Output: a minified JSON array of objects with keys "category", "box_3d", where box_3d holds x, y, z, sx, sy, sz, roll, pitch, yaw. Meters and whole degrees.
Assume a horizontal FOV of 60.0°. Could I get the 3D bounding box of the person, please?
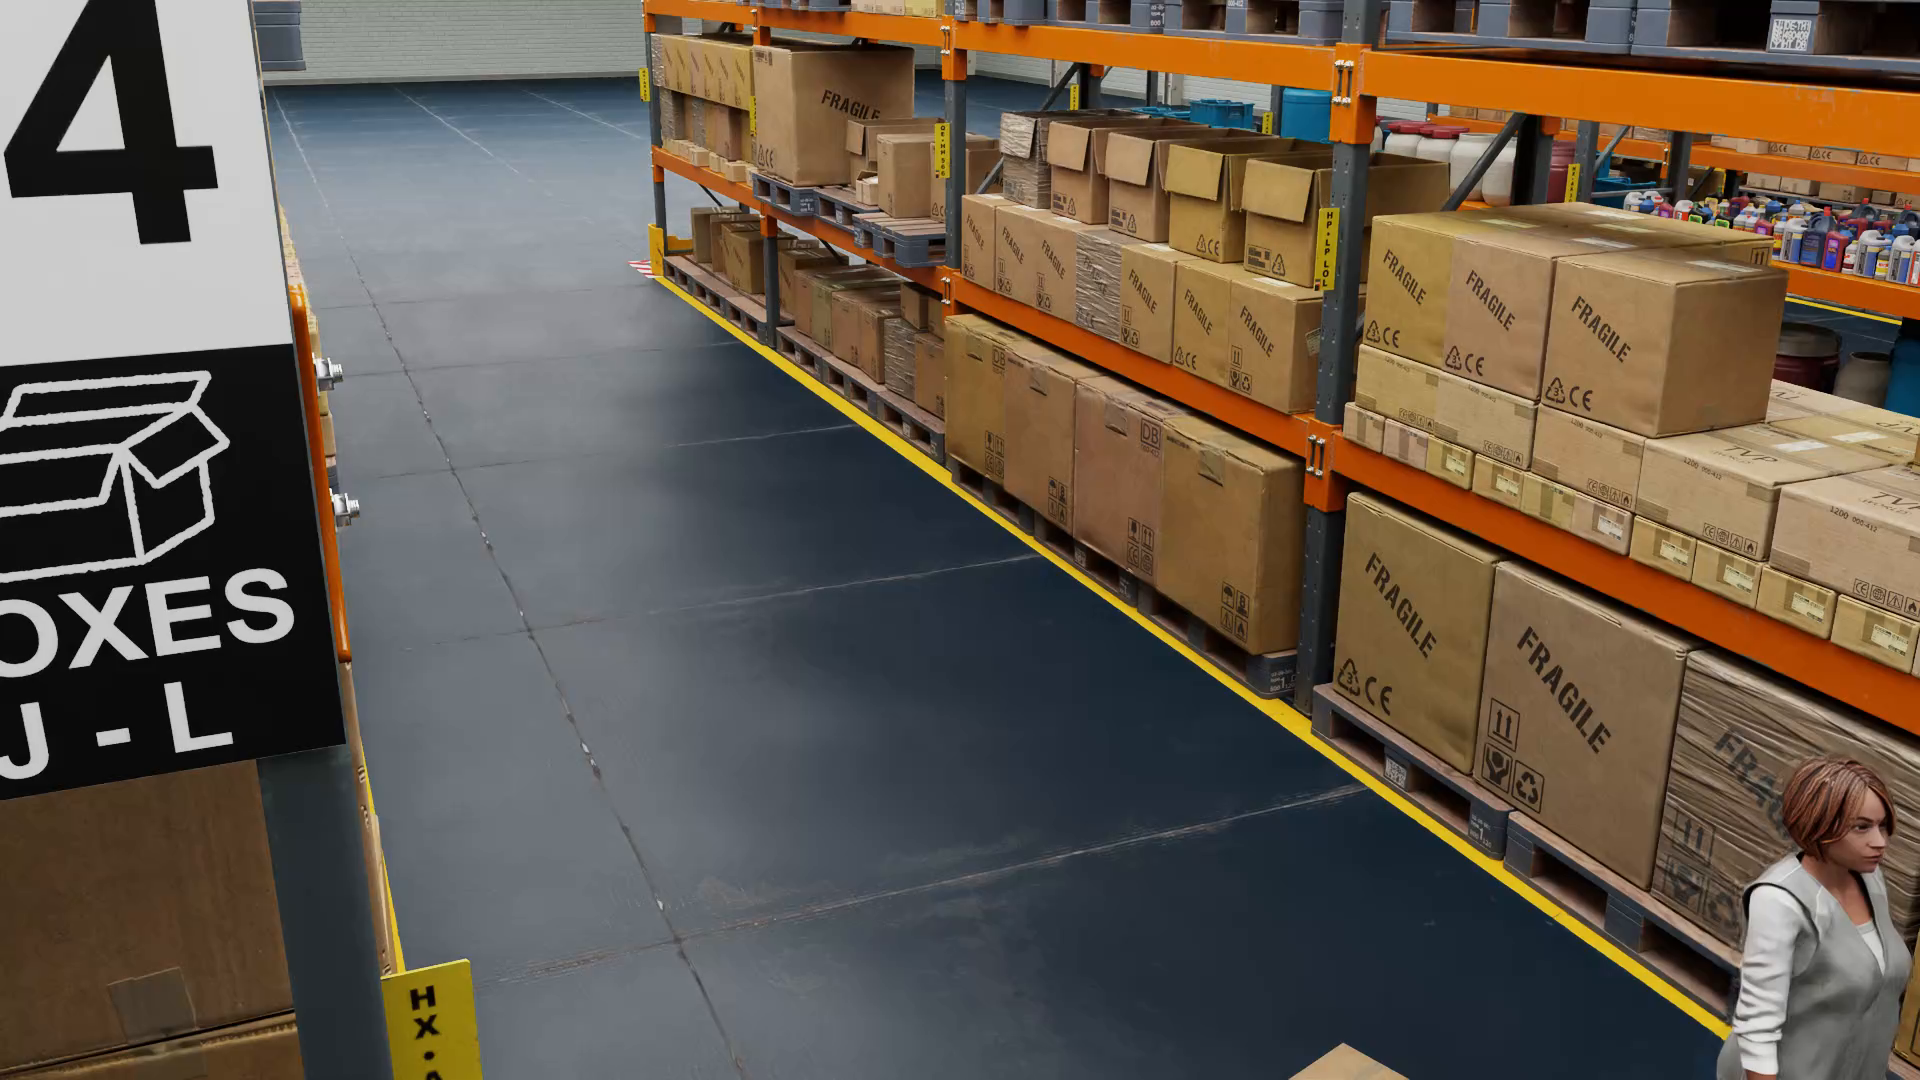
[{"category":"person","box_3d":[1.801,1.194,3.625,0.420,1.552,0.885,-9,21,-25]}]
